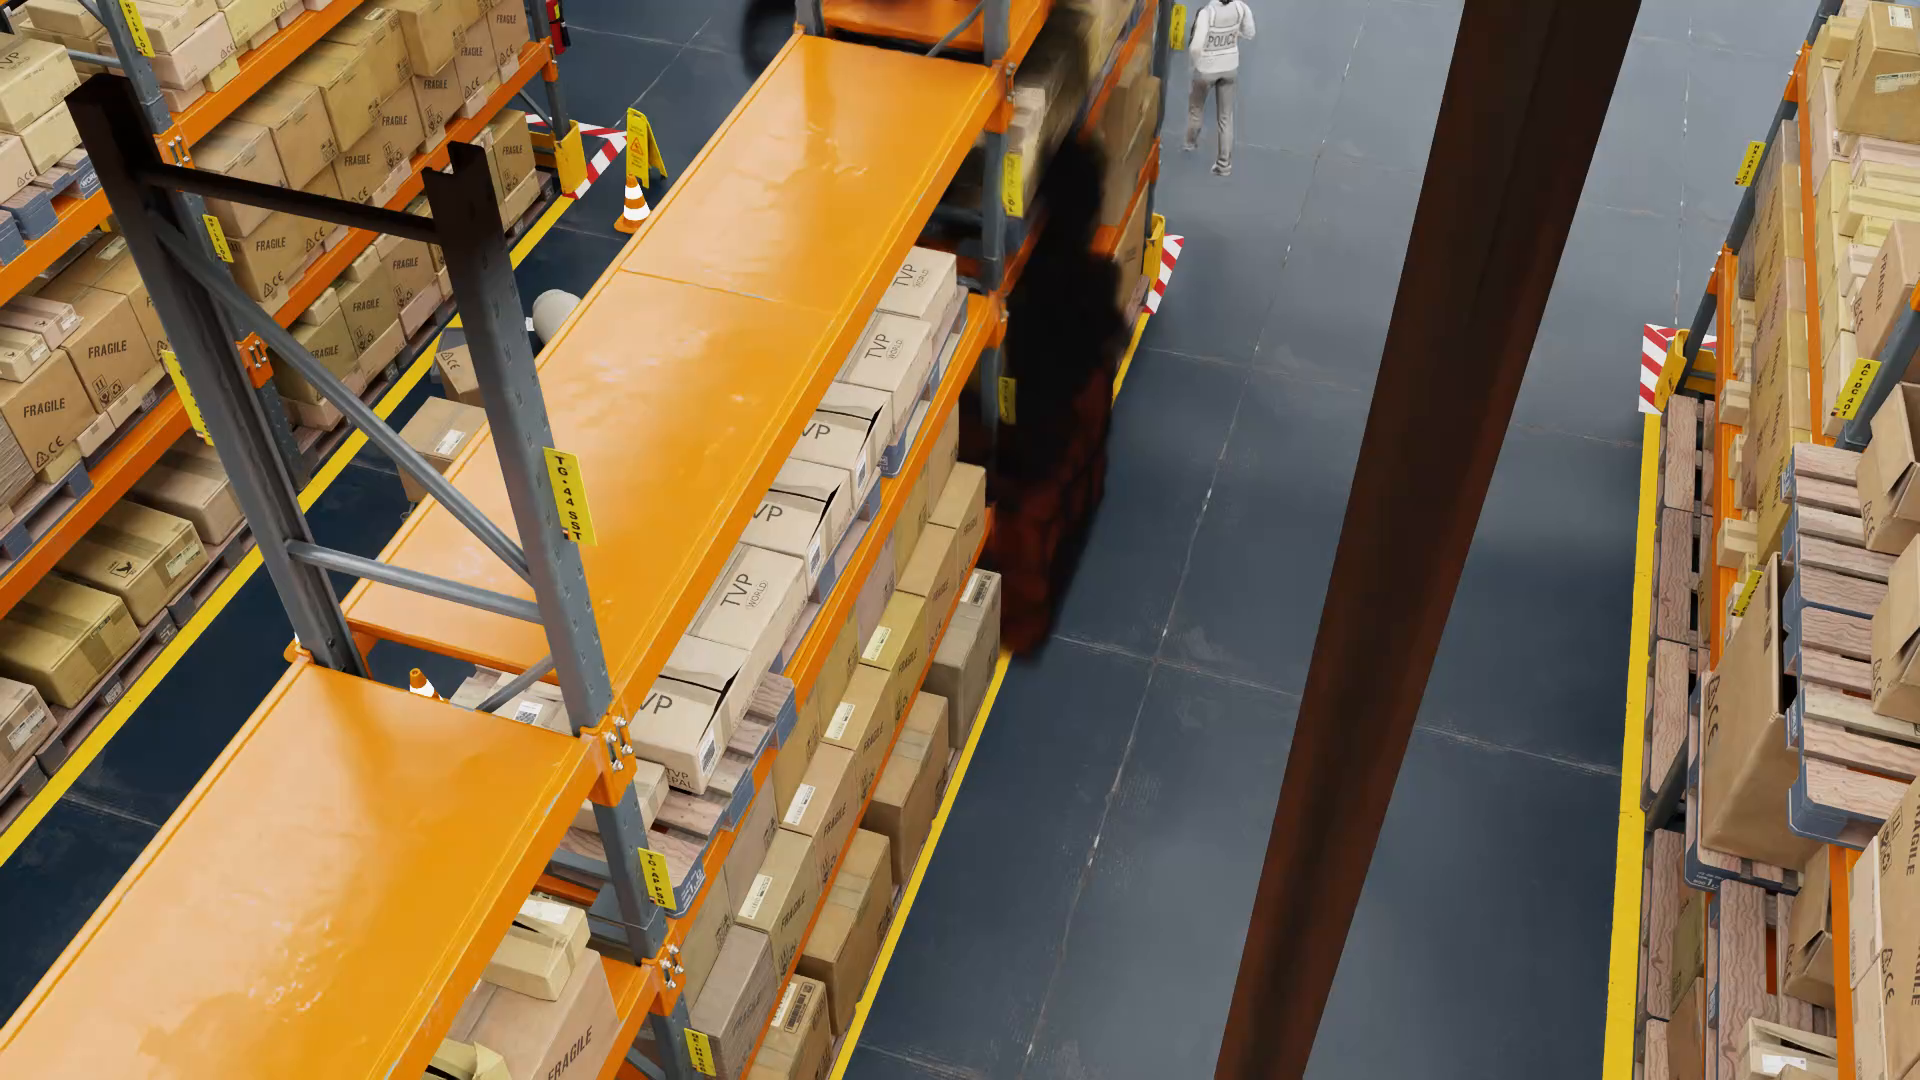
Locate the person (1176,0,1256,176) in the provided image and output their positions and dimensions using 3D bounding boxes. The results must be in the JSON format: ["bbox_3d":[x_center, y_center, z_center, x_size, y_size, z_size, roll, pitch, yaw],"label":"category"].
[{"bbox_3d":[2.012,-3.682,13.142,0.612,1.771,0.730,-8,46,-8],"label":"person"}]
